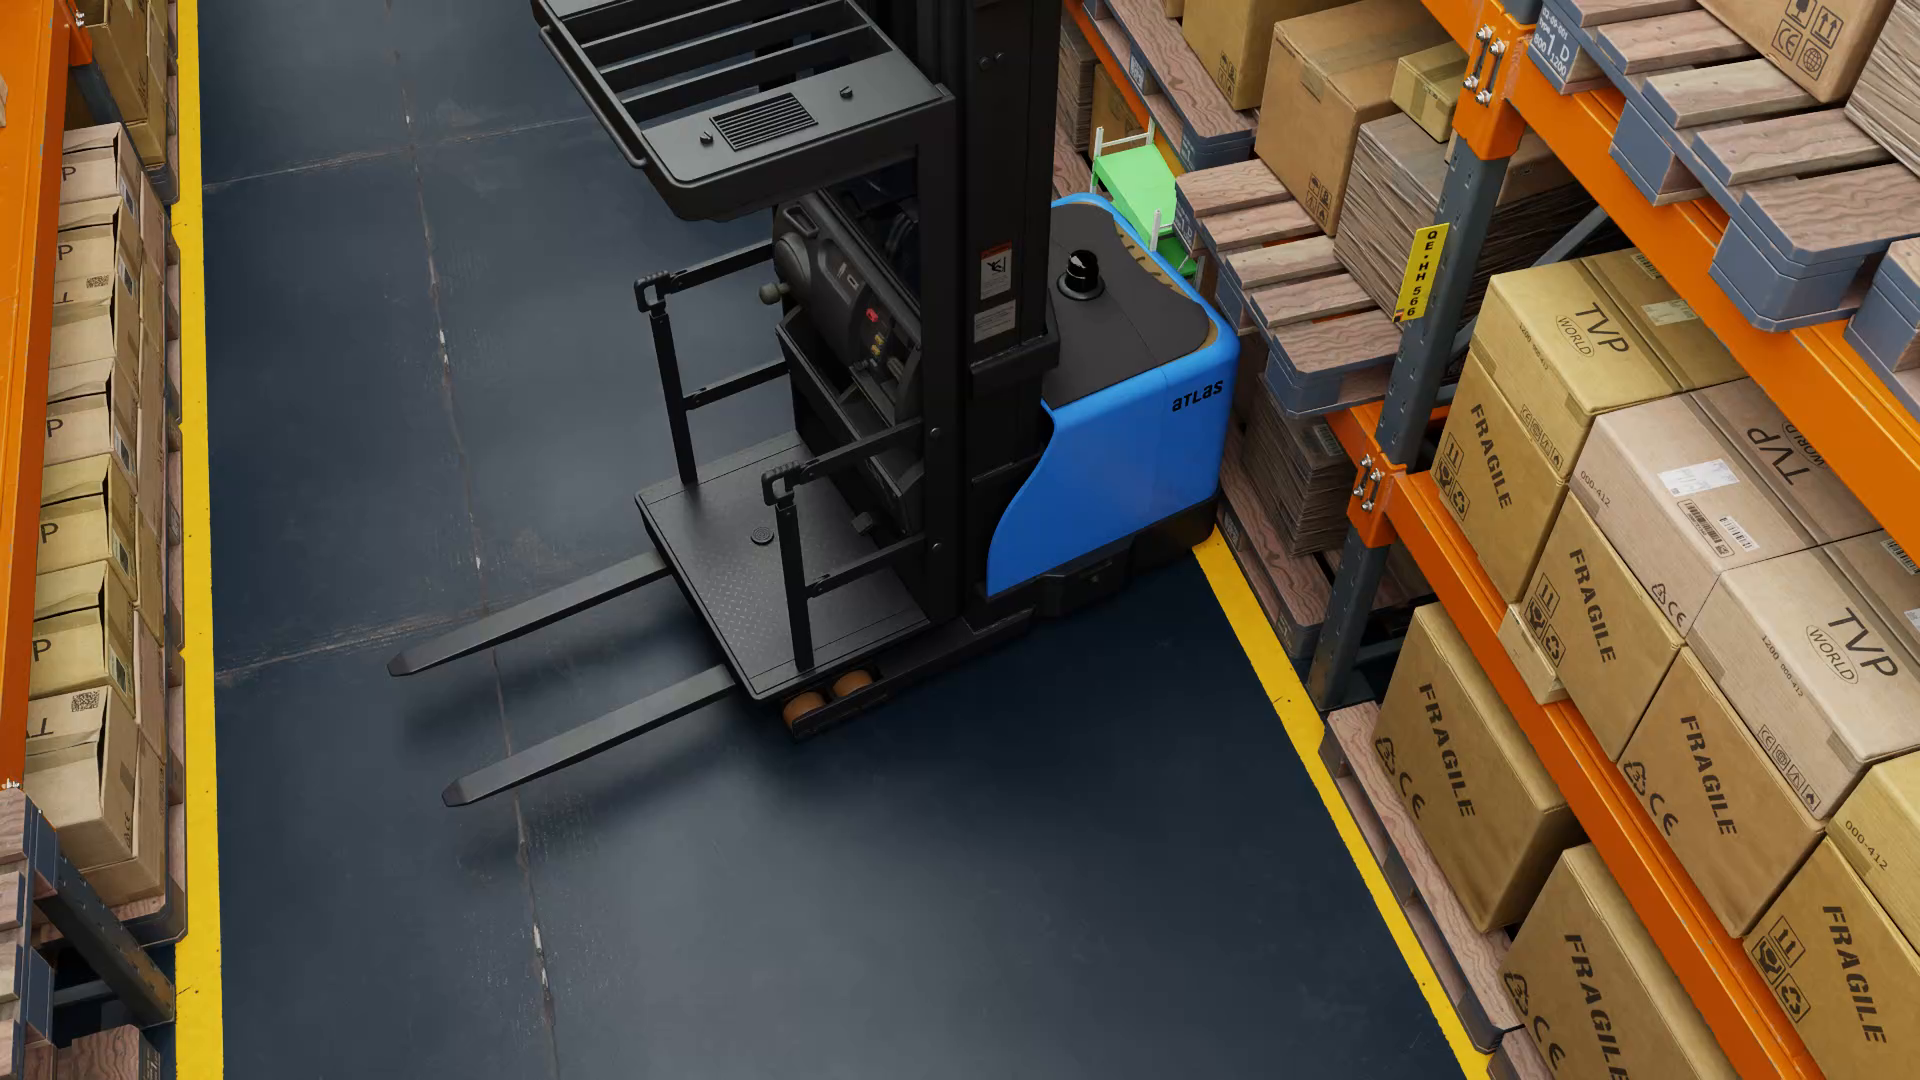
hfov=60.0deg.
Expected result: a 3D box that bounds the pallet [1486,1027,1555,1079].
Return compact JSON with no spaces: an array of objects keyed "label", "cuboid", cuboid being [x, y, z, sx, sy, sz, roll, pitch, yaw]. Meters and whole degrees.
[{"label":"pallet","cuboid":[2.275,1.883,4.814,1.003,0.211,1.213,-13,51,-11]}]

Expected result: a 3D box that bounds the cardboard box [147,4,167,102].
[{"label":"cardboard box","cuboid":[-4.147,-2.319,8.057,0.500,0.250,0.500,-13,51,-11]}]

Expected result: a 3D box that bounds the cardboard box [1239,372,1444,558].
[{"label":"cardboard box","cuboid":[1.494,-0.348,6.218,0.700,0.500,0.500,-13,51,-10]}]

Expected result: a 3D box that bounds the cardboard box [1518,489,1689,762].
[{"label":"cardboard box","cuboid":[1.802,0.165,4.166,0.500,0.500,0.500,-12,51,-10]}]

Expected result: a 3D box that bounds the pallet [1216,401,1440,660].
[{"label":"pallet","cuboid":[1.527,-0.170,6.545,1.003,0.211,1.213,-13,51,-11]}]

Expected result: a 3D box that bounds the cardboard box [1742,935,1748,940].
[{"label":"cardboard box","cuboid":[2.040,0.803,4.052,0.380,0.149,0.250,-13,51,-10]}]

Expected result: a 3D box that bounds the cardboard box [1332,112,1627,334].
[{"label":"cardboard box","cuboid":[1.609,-1.013,5.078,0.700,0.500,0.500,-19,52,-15]}]

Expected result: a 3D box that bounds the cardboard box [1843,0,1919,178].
[{"label":"cardboard box","cuboid":[2.162,-0.922,3.040,0.700,0.500,0.500,-16,52,-13]}]

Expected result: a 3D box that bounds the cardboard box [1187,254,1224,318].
[{"label":"cardboard box","cuboid":[1.279,-1.107,6.858,0.700,0.500,0.500,-14,51,-11]}]

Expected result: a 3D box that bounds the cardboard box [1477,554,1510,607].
[{"label":"cardboard box","cuboid":[1.699,0.056,4.682,0.380,0.149,0.250,-13,51,-10]}]

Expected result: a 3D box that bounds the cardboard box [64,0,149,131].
[{"label":"cardboard box","cuboid":[-3.995,-2.197,7.463,0.500,0.500,0.500,-13,51,-11]}]

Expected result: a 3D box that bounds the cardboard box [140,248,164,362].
[{"label":"cardboard box","cuboid":[-3.609,-0.938,6.892,0.500,0.250,0.500,-14,51,-12]}]

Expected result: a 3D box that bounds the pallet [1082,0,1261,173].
[{"label":"pallet","cuboid":[1.133,-1.872,6.282,1.003,0.211,1.213,-13,51,-11]}]

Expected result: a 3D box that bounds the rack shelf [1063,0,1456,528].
[{"label":"rack shelf","cuboid":[1.166,-1.726,6.504,1.077,0.370,4.000,-13,51,-11]}]

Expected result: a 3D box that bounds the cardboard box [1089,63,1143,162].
[{"label":"cardboard box","cuboid":[1.009,-1.855,7.489,0.700,0.500,0.500,-14,51,-12]}]

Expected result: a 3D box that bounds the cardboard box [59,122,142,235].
[{"label":"cardboard box","cuboid":[-3.763,-1.495,6.995,0.500,0.311,0.500,-13,51,-11]}]

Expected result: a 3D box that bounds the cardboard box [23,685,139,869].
[{"label":"cardboard box","cuboid":[-2.848,0.746,5.106,0.500,0.311,0.500,-12,51,-10]}]

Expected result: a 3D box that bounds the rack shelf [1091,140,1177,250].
[{"label":"rack shelf","cuboid":[0.707,-1.260,6.188,0.258,0.148,0.480,-17,54,-15]}]

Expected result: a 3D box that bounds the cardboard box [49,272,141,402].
[{"label":"cardboard box","cuboid":[-3.458,-0.752,6.368,0.500,0.311,0.500,-13,51,-11]}]

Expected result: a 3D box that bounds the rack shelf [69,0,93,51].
[{"label":"rack shelf","cuboid":[-4.748,-3.525,8.020,1.077,0.370,4.000,-13,51,-11]}]

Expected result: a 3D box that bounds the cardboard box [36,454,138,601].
[{"label":"cardboard box","cuboid":[-3.160,-0.008,5.742,0.500,0.311,0.500,-15,51,-12]}]

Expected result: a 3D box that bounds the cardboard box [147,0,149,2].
[{"label":"cardboard box","cuboid":[-4.291,-2.927,8.079,0.500,0.500,0.500,-13,51,-11]}]

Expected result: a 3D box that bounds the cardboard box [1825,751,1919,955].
[{"label":"cardboard box","cuboid":[2.113,0.644,3.271,0.500,0.250,0.500,-14,51,-12]}]

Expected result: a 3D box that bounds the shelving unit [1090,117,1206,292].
[{"label":"shelving unit","cuboid":[0.696,-1.004,6.516,0.258,1.200,0.503,-17,54,-15]}]

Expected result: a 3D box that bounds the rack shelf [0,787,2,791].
[{"label":"rack shelf","cuboid":[-2.382,2.318,3.094,1.077,0.370,4.000,-13,51,-11]}]

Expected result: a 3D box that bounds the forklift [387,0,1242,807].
[{"label":"forklift","cuboid":[-0.545,-0.709,5.220,3.031,2.935,1.130,-23,54,-19]}]

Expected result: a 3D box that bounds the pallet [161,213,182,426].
[{"label":"pallet","cuboid":[-3.902,-0.868,7.134,1.003,0.211,1.213,-13,51,-11]}]

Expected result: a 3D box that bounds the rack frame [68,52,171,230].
[{"label":"rack frame","cuboid":[-4.157,-2.296,6.514,1.000,3.000,0.127,-13,51,-11]}]

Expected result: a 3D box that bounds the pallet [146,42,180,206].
[{"label":"pallet","cuboid":[-4.352,-1.988,8.077,1.003,0.211,1.213,-13,51,-11]}]

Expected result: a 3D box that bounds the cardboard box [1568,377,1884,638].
[{"label":"cardboard box","cuboid":[1.805,-0.092,3.891,0.500,0.250,0.500,-14,51,-11]}]

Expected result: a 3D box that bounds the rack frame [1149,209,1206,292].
[{"label":"rack frame","cuboid":[0.787,-0.824,6.378,0.240,1.200,0.015,-17,54,-15]}]

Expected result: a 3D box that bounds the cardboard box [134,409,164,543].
[{"label":"cardboard box","cuboid":[-3.308,-0.193,6.264,0.500,0.250,0.500,-12,51,-10]}]

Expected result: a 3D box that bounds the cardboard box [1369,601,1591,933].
[{"label":"cardboard box","cuboid":[1.849,0.627,5.181,0.750,0.750,0.750,-14,51,-11]}]

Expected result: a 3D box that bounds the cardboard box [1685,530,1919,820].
[{"label":"cardboard box","cuboid":[1.956,0.273,3.584,0.500,0.250,0.500,-13,51,-11]}]

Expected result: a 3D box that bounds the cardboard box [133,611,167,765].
[{"label":"cardboard box","cuboid":[-2.998,0.560,5.629,0.500,0.250,0.500,-15,51,-12]}]

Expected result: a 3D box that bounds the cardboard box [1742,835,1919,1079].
[{"label":"cardboard box","cuboid":[2.109,0.906,3.541,0.500,0.500,0.500,-12,51,-10]}]

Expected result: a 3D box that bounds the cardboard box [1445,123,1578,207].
[{"label":"cardboard box","cuboid":[1.626,-1.126,4.750,0.380,0.149,0.250,-19,53,-16]}]

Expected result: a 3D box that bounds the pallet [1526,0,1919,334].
[{"label":"pallet","cuboid":[1.998,-0.945,3.536,1.213,0.211,1.003,-11,51,-9]}]

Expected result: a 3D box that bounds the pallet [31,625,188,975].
[{"label":"pallet","cuboid":[-3.180,0.914,5.631,1.003,0.211,1.213,-13,51,-11]}]

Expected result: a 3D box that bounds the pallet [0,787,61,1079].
[{"label":"pallet","cuboid":[-2.706,1.166,3.720,1.213,0.211,1.003,-13,51,-11]}]

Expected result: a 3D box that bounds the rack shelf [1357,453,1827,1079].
[{"label":"rack shelf","cuboid":[2.349,1.195,4.041,1.077,0.370,4.000,-13,51,-11]}]

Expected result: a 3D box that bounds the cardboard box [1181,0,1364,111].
[{"label":"cardboard box","cuboid":[1.219,-1.918,5.841,0.700,0.500,0.500,-13,51,-11]}]
